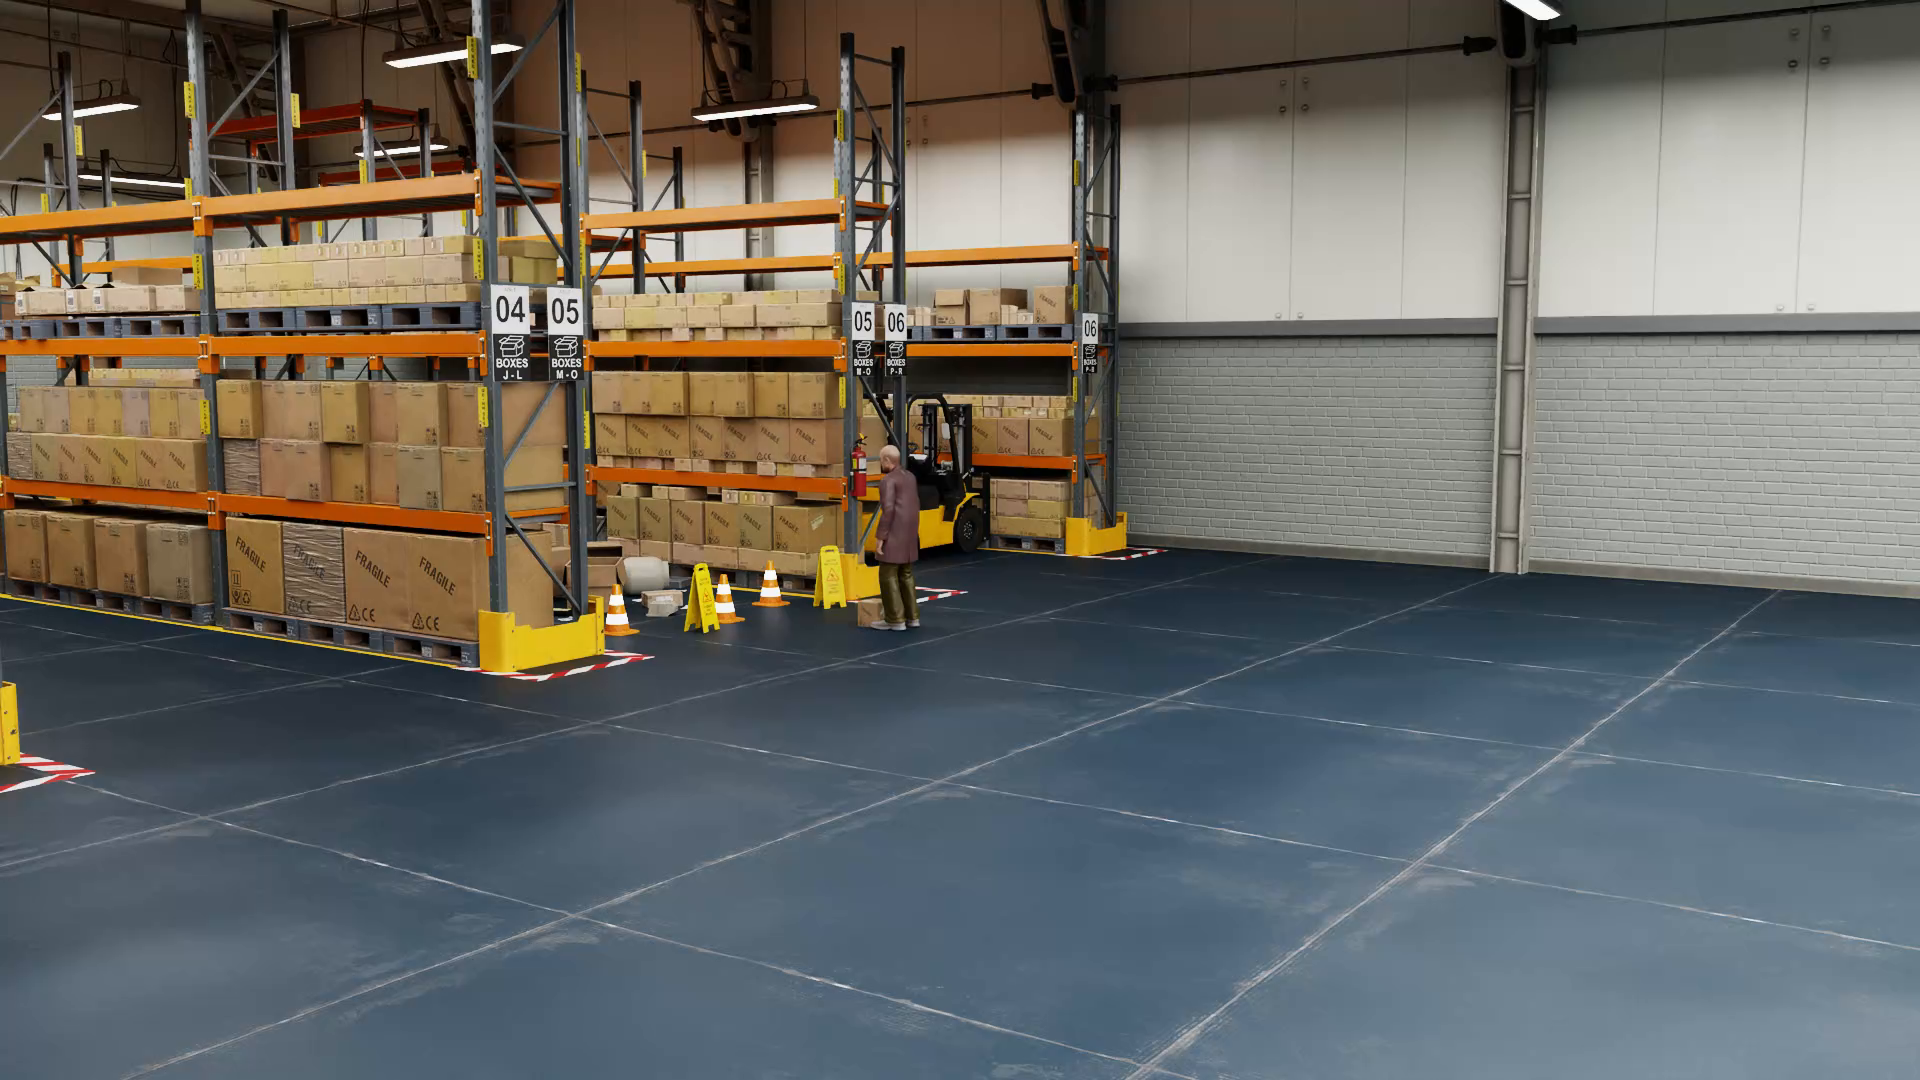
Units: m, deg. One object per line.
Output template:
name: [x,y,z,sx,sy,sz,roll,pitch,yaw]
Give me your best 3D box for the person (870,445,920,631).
person: [-0.619,-0.026,16.006,0.427,1.773,0.651,4,7,30]
